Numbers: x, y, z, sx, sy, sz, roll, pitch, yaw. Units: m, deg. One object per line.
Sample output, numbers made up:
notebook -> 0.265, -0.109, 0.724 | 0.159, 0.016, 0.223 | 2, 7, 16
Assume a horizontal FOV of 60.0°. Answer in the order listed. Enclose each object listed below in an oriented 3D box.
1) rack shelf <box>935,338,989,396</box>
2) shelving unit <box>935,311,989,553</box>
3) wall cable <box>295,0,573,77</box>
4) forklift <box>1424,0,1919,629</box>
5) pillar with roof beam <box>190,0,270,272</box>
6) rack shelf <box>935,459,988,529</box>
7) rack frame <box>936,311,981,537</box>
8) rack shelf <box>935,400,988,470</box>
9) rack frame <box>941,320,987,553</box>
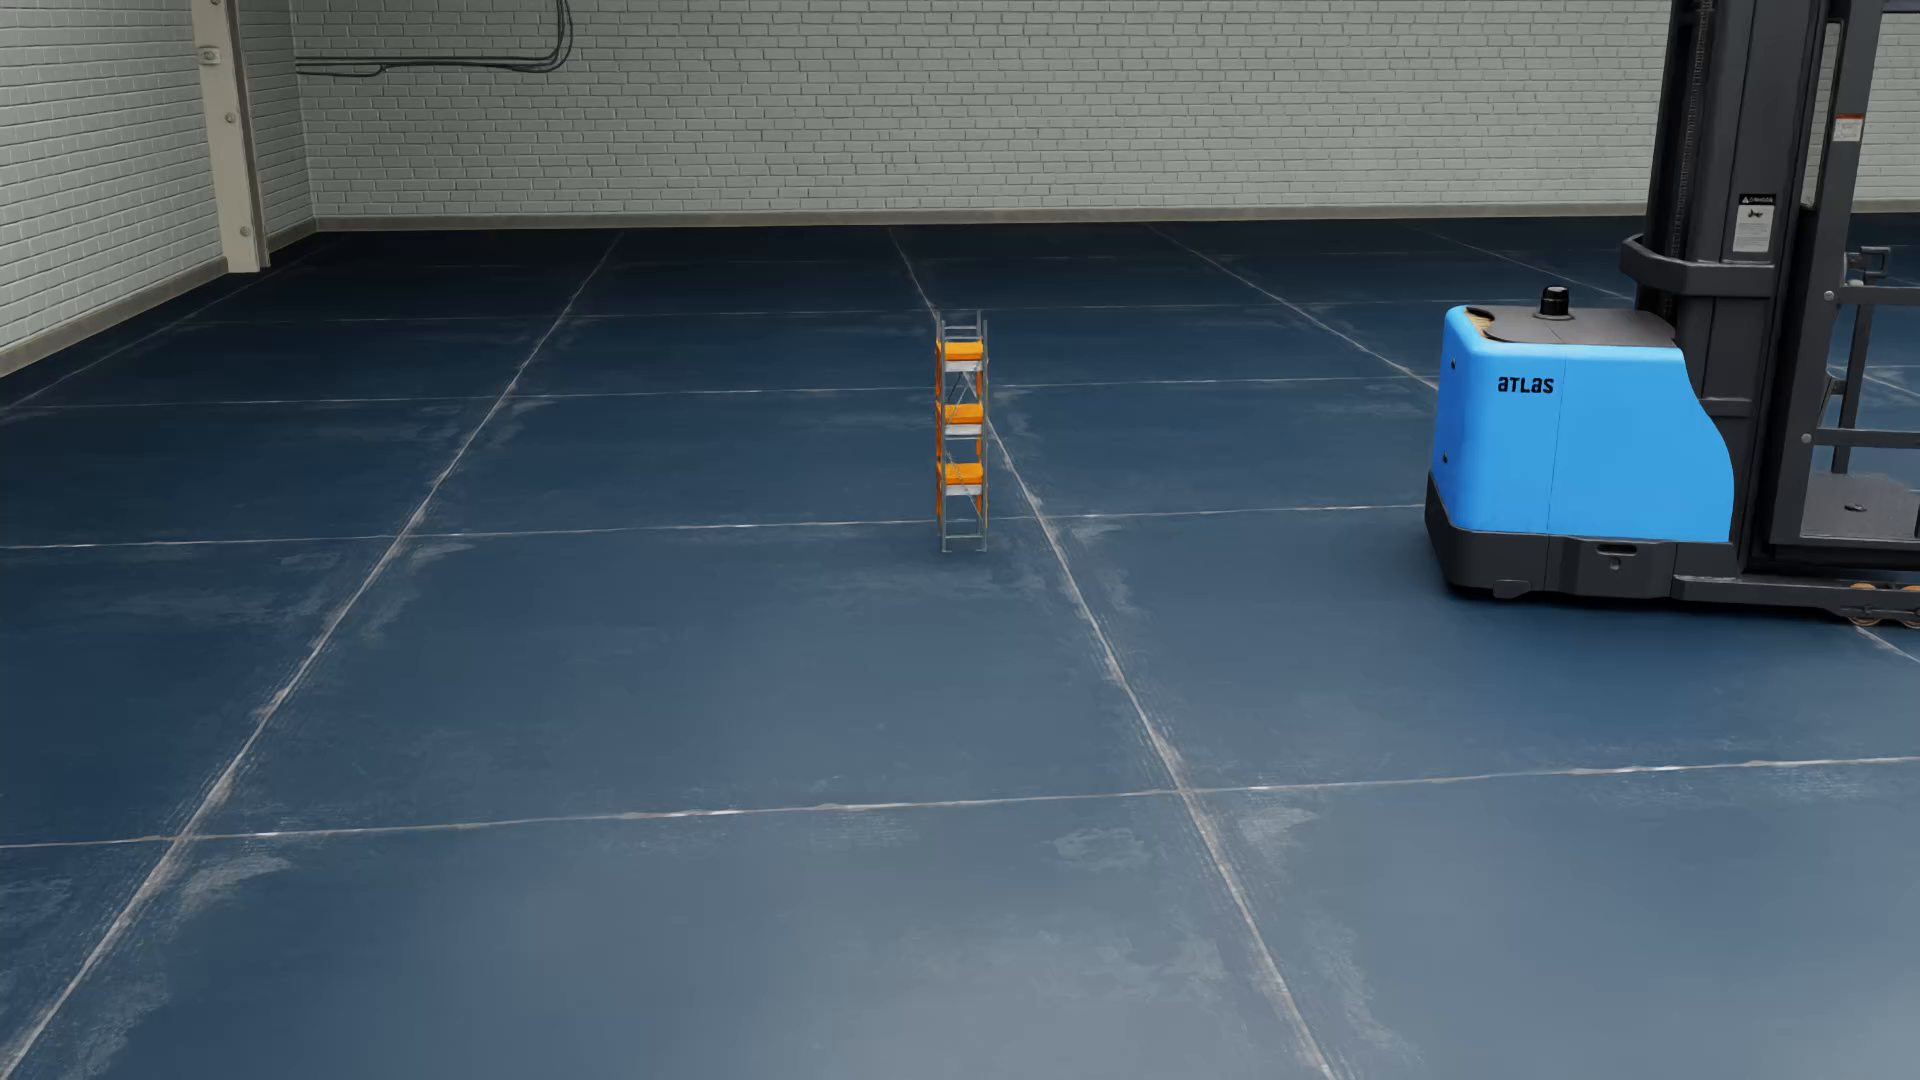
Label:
rack shelf -> 0.006, -0.746, 7.387 | 0.215, 0.259, 0.240 | -2, 18, -6
shelving unit -> 0.006, -0.485, 7.469 | 0.215, 1.050, 0.252 | -2, 18, -6
wall cable -> -5.817, -6.327, 17.991 | 3.097, 2.526, 0.112 | -2, 18, -6
forklift -> 3.581, -1.220, 6.670 | 3.031, 2.935, 1.130 | 3, 18, 9
pillar with roof beam -> -2.546, -7.023, 15.024 | 9.100, 9.000, 0.400 | -2, 18, -6
rack shelf -> 0.006, -0.210, 7.555 | 0.215, 0.259, 0.240 | -2, 18, -6
rack frame -> -0.007, -0.521, 7.585 | 0.200, 1.050, 0.008 | -2, 18, -6
rack shelf -> 0.006, -0.475, 7.472 | 0.215, 0.259, 0.240 | -2, 18, -6
rack frame -> 0.018, -0.449, 7.353 | 0.200, 1.050, 0.008 | -2, 18, -6
